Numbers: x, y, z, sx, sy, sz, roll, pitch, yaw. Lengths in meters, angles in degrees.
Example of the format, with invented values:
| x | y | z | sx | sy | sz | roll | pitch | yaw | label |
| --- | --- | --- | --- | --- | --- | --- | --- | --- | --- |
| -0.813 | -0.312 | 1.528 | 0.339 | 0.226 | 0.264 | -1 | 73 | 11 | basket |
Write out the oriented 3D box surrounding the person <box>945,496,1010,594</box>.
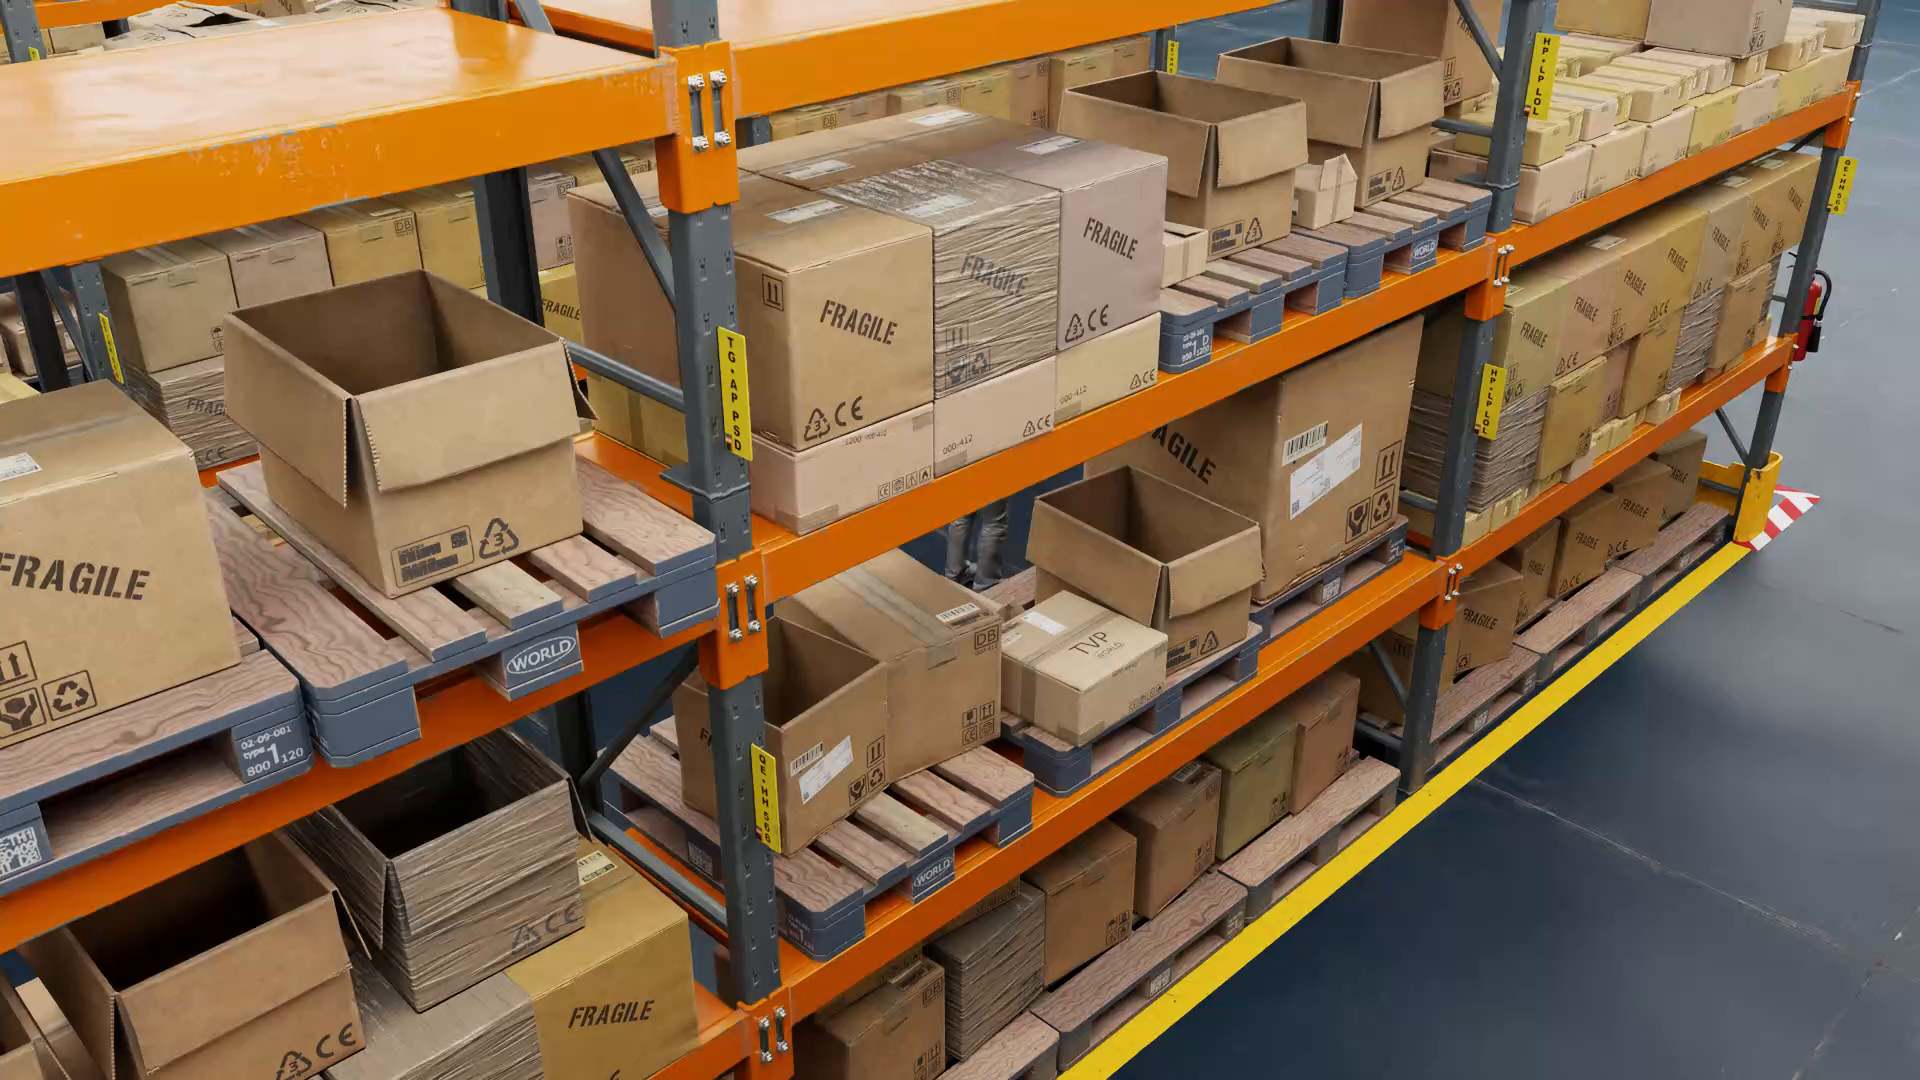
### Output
| x | y | z | sx | sy | sz | roll | pitch | yaw | label |
| --- | --- | --- | --- | --- | --- | --- | --- | --- | --- |
| 0.145 | -0.521 | 9.599 | 0.494 | 1.762 | 0.564 | 25 | 36 | 39 | person |
